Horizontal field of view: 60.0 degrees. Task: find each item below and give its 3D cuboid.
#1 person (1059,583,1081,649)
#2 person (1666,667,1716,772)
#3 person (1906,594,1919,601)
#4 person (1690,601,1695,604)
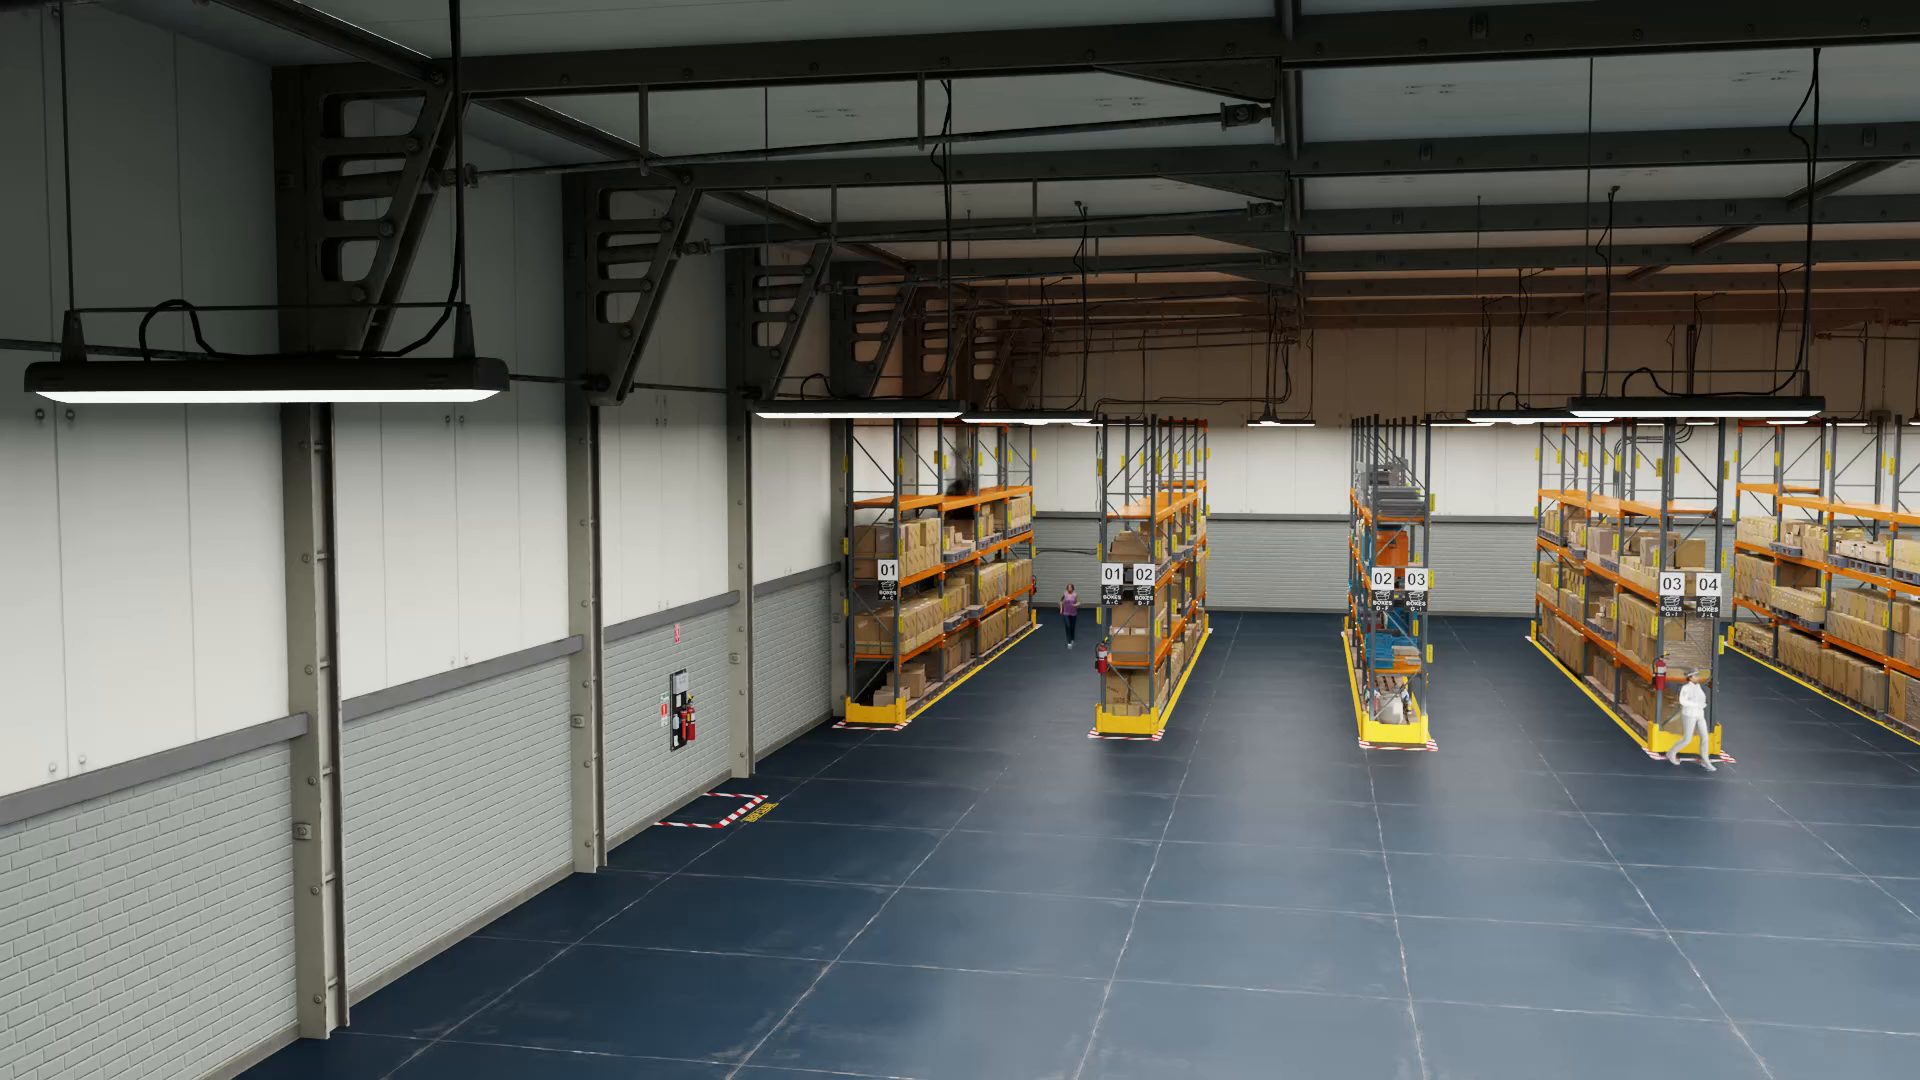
[{"bbox_3d":[2.733,1.880,41.220,0.534,1.605,0.816,0,4,3],"label":"person"},{"bbox_3d":[12.338,2.997,28.008,0.622,1.719,0.824,-2,5,-33],"label":"person"},{"bbox_3d":[25.382,1.965,44.497,0.527,1.595,0.641,1,4,17],"label":"person"},{"bbox_3d":[19.359,1.908,44.706,0.765,1.672,0.664,4,5,43],"label":"person"}]
